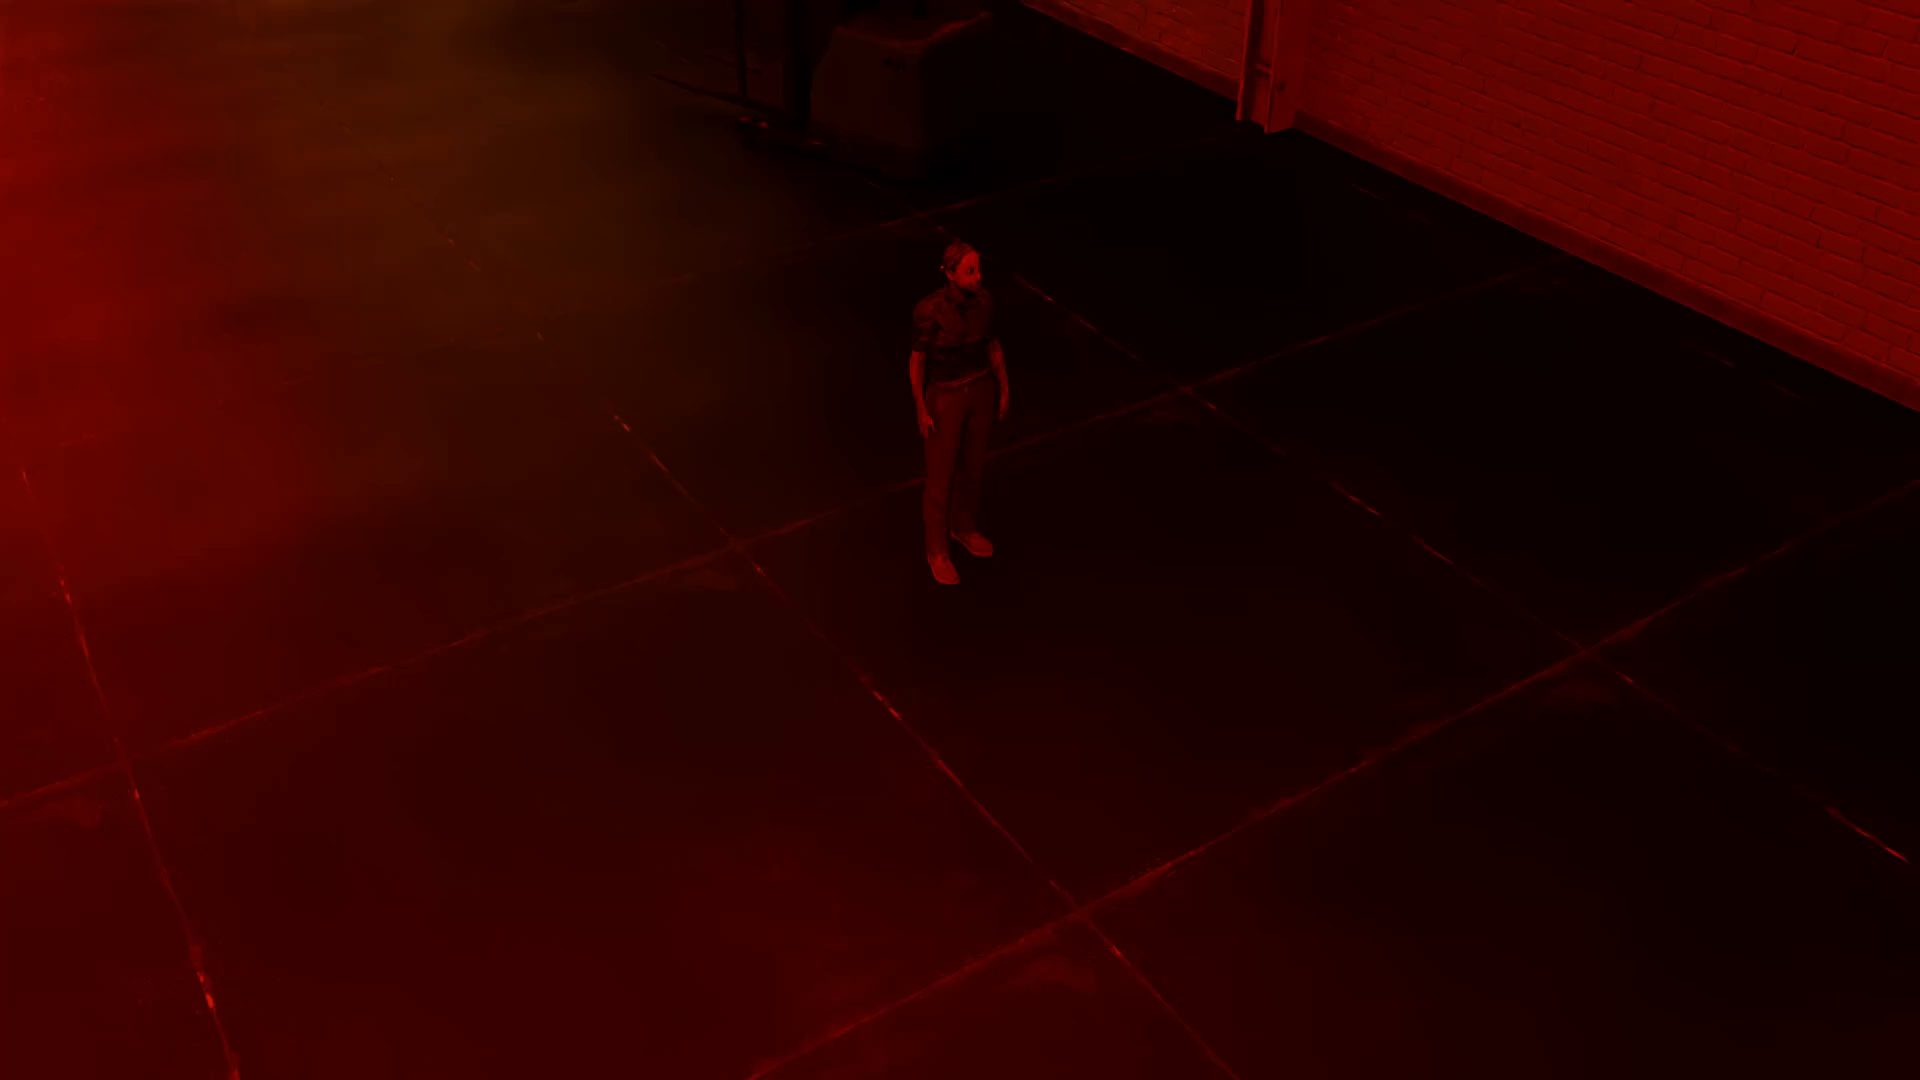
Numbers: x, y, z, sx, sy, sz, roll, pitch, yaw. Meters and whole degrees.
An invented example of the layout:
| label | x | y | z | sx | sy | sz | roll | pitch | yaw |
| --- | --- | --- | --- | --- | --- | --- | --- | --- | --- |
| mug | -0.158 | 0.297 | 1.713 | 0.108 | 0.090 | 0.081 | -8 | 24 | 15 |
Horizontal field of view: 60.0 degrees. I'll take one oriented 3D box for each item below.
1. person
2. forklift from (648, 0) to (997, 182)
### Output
| label | x | y | z | sx | sy | sz | roll | pitch | yaw |
| --- | --- | --- | --- | --- | --- | --- | --- | --- | --- |
| person | 0.032 | -0.634 | 8.148 | 0.570 | 1.654 | 0.503 | -21 | 40 | -27 |
| forklift | -1.195 | -4.554 | 12.629 | 3.031 | 2.935 | 1.130 | 23 | 41 | 29 |
